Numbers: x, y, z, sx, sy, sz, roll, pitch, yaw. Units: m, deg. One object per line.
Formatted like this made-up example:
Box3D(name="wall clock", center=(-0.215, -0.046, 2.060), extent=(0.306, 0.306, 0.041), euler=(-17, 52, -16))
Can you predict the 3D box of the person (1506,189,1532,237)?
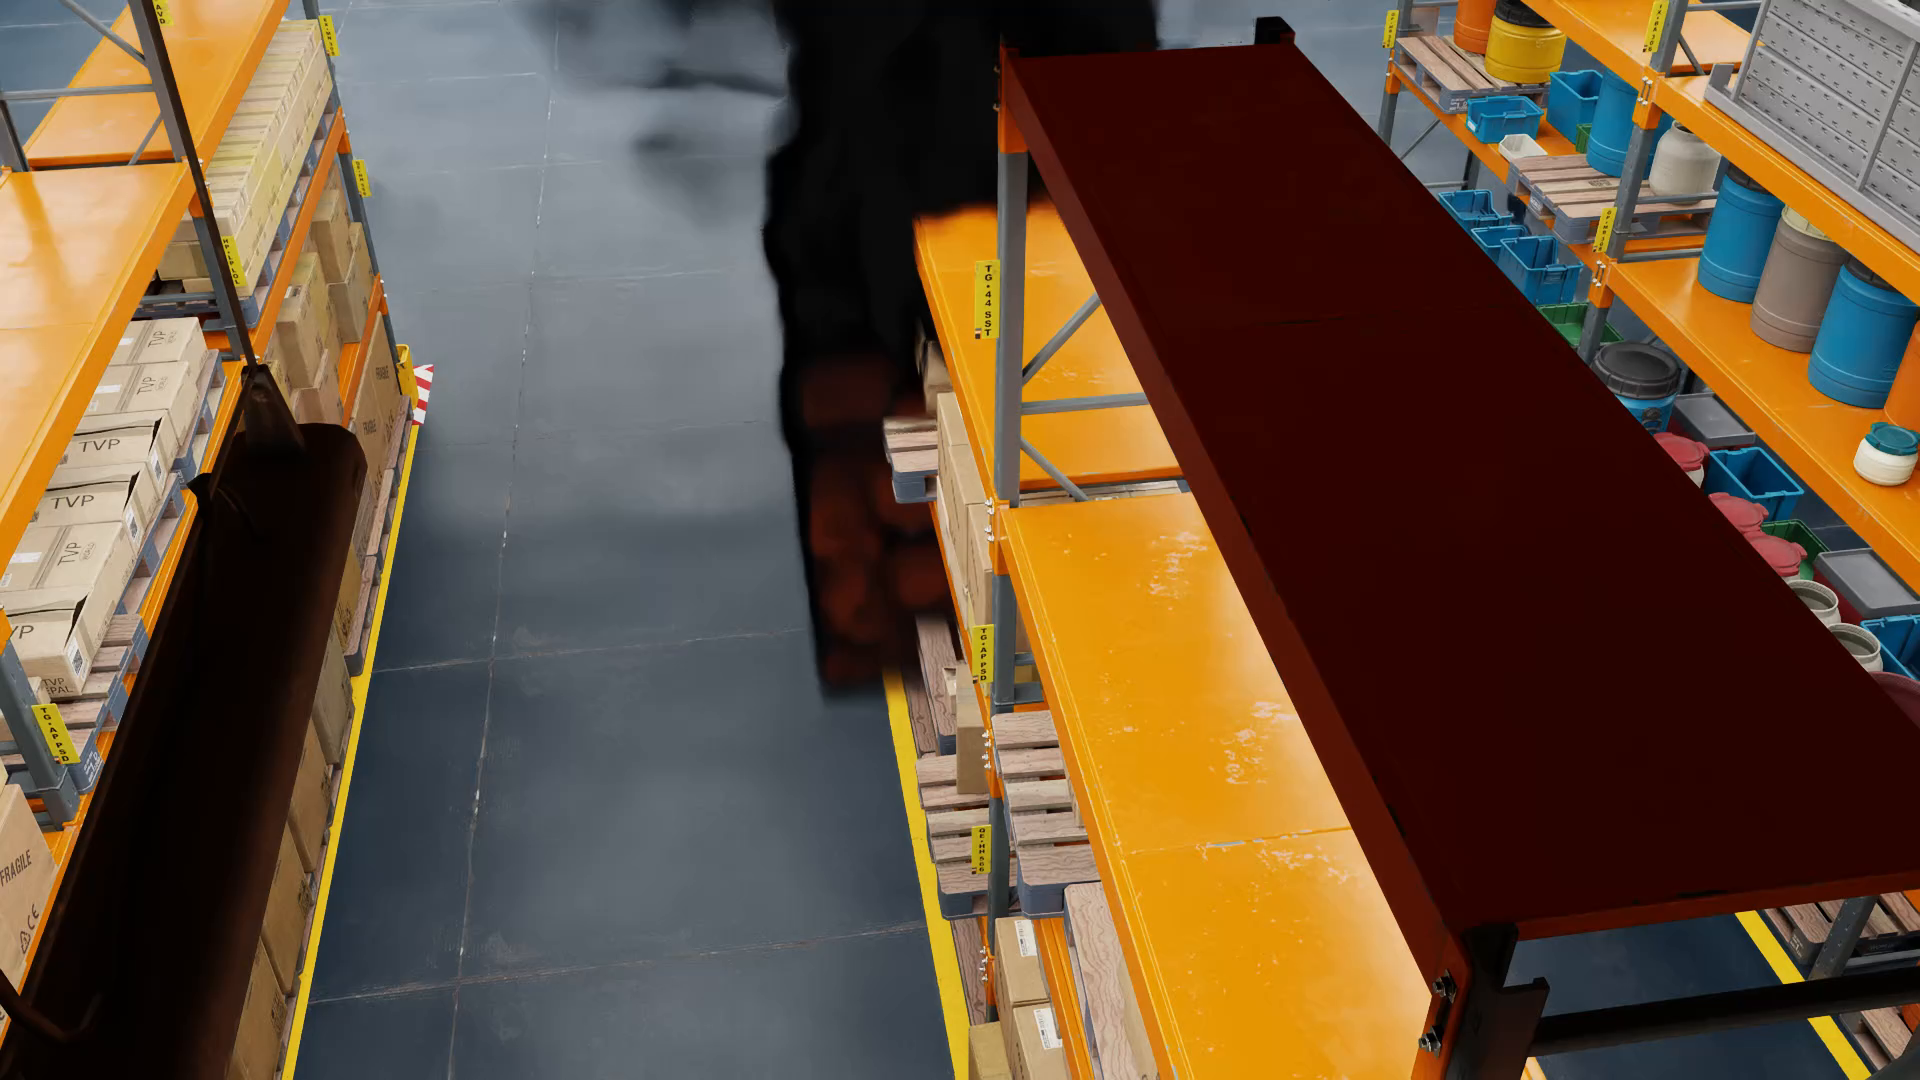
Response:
Box3D(name="person", center=(5.518, -3.424, 16.318), extent=(0.598, 1.617, 0.739), euler=(-14, 38, -18))
